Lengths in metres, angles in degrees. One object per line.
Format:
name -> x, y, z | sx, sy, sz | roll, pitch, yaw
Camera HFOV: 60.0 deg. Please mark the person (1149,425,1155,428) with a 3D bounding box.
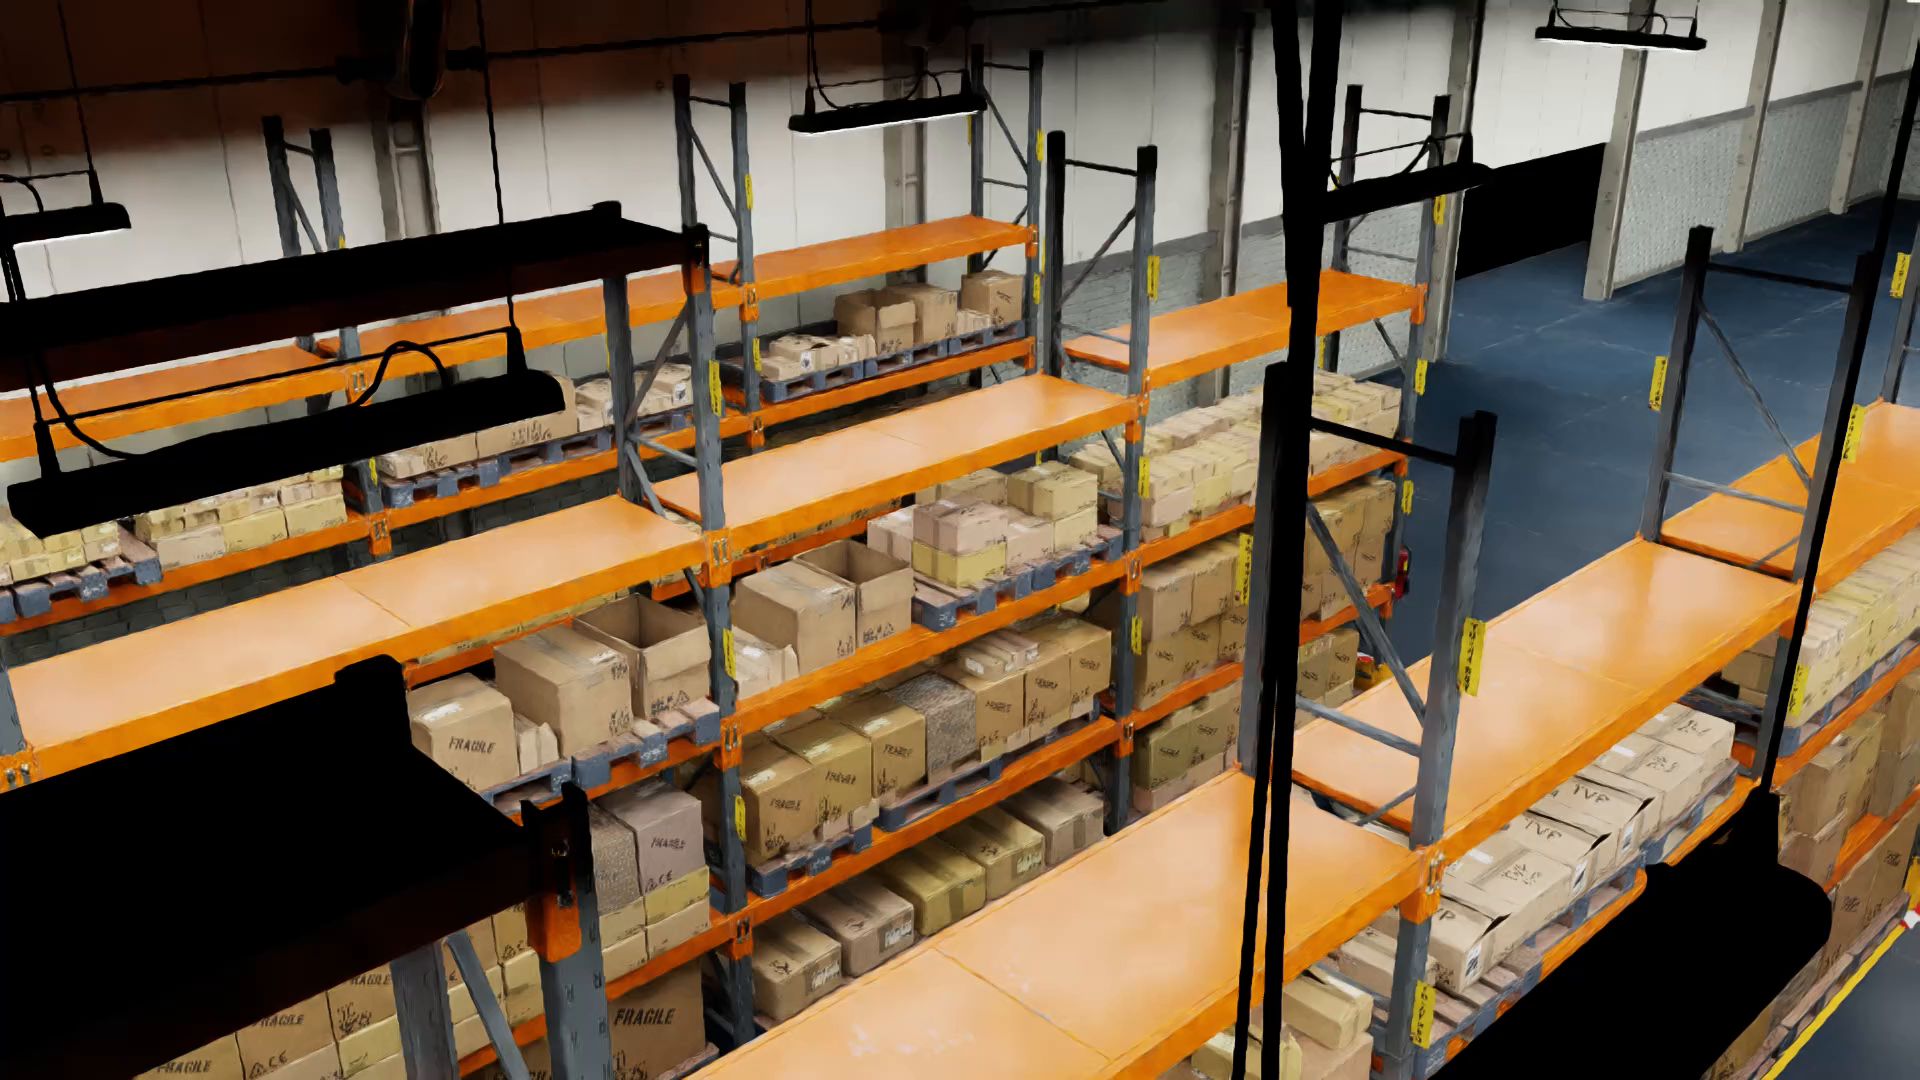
person -> 2.270, -0.621, 20.240 | 0.917, 1.613, 0.528 | -6, 23, -14
